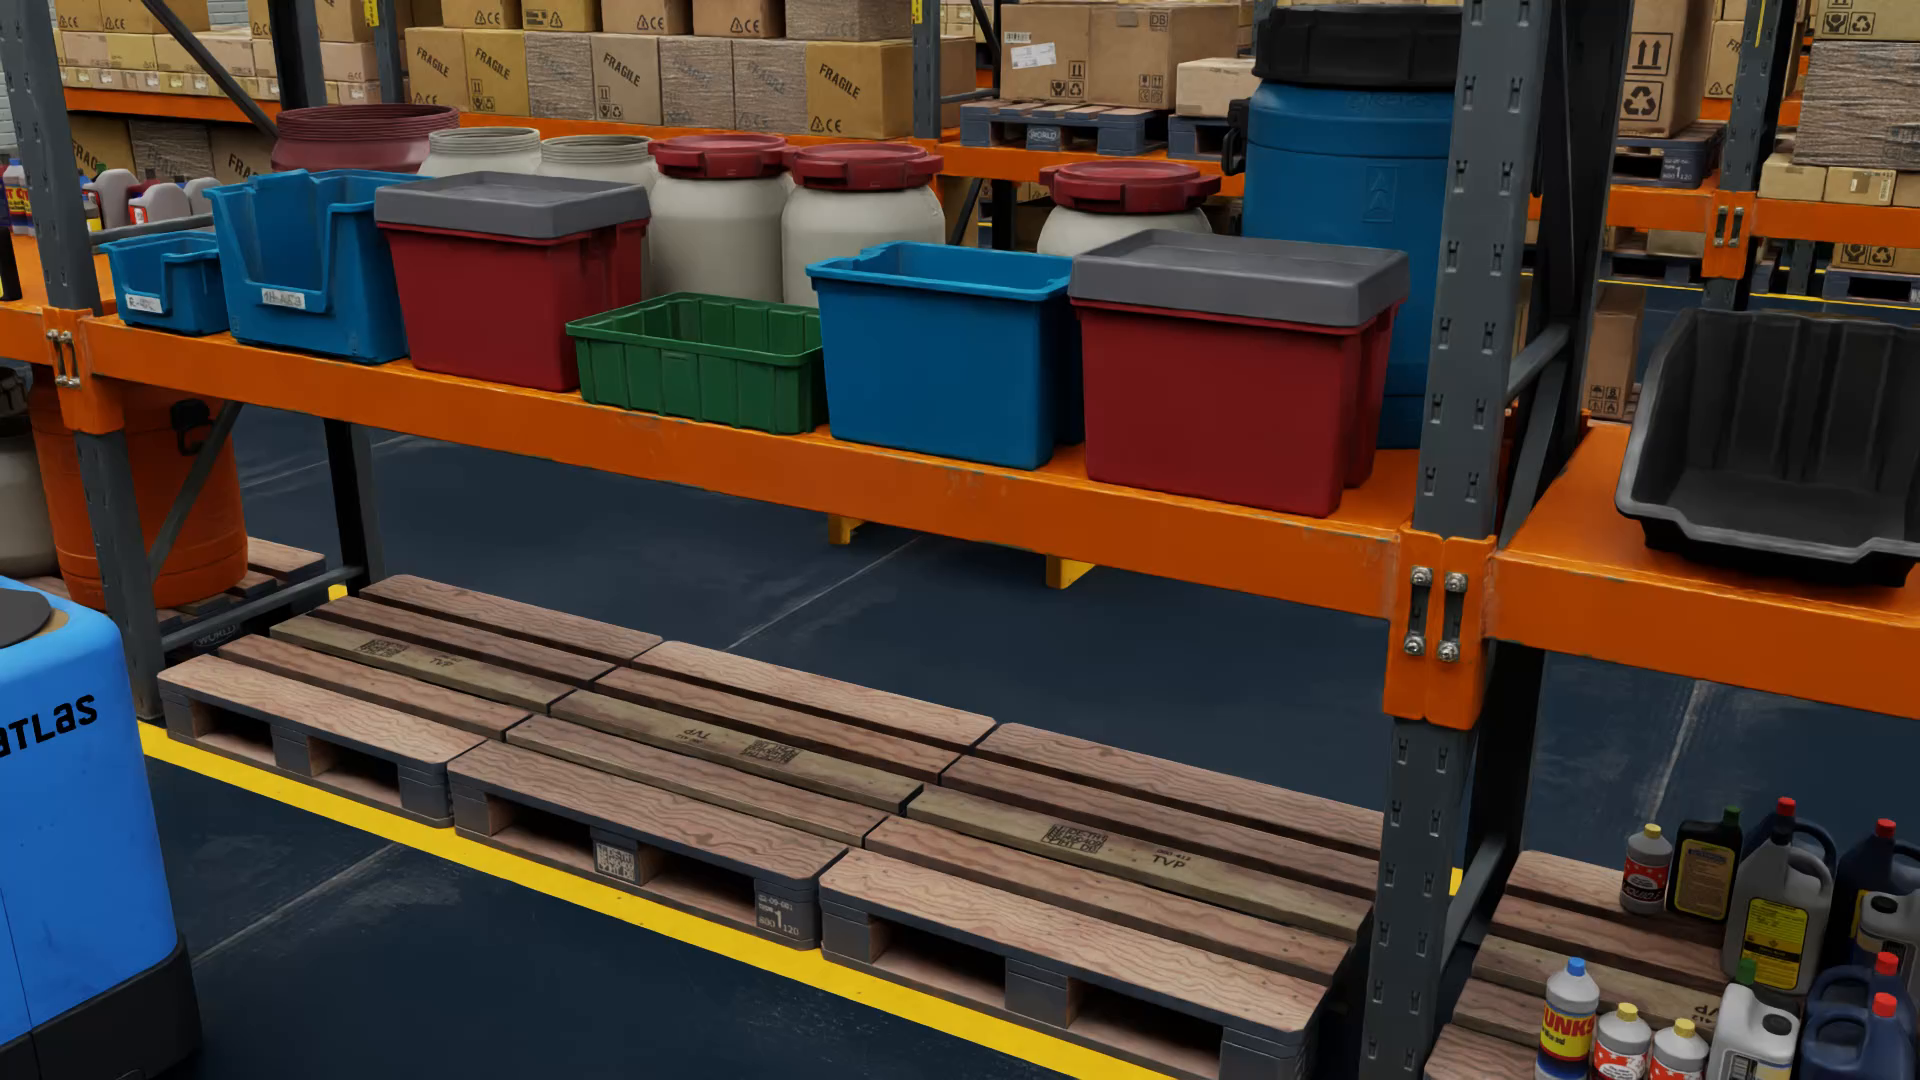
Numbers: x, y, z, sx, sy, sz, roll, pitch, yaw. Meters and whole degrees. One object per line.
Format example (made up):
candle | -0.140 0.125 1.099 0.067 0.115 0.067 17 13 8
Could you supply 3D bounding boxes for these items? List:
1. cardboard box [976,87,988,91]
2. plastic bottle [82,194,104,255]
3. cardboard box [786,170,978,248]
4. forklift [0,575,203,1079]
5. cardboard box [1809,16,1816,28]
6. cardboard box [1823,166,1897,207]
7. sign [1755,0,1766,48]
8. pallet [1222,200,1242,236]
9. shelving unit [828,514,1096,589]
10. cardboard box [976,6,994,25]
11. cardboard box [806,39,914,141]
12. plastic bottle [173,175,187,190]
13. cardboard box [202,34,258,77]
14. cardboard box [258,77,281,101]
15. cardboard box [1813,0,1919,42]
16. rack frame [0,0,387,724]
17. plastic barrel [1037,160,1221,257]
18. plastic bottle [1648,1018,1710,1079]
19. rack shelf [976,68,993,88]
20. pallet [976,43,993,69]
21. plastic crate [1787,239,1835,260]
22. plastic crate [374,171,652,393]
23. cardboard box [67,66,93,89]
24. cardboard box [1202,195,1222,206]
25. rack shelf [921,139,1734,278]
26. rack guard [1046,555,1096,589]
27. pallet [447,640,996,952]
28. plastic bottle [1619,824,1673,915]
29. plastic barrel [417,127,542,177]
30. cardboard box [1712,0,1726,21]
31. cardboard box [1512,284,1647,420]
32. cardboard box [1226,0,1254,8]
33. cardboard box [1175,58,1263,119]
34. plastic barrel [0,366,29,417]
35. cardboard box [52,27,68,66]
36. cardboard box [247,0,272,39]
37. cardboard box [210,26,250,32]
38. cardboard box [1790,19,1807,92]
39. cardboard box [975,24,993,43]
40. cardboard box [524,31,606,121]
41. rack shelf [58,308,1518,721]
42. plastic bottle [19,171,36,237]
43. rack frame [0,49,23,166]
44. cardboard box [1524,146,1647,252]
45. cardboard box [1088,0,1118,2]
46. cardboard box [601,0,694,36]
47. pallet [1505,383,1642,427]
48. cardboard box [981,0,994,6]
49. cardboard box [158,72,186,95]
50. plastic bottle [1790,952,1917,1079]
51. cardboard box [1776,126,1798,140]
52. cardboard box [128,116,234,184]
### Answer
cardboard box | 0.107 -5.356 20.372 0.875 0.438 0.875 10 22 26
plastic bottle | -3.040 -1.099 5.788 0.097 0.201 0.097 0 20 0
cardboard box | -0.548 -1.782 9.878 0.875 0.875 1.225 10 22 25
forklift | -2.891 0.111 2.260 1.130 2.935 3.031 13 24 31
cardboard box | 10.219 -6.161 19.671 0.500 0.250 0.500 11 23 29
cardboard box | 3.789 -1.508 6.992 0.250 0.149 0.380 11 23 27
sign | 3.269 -2.175 6.766 0.005 0.325 0.100 11 23 27
pallet | 1.870 -2.741 14.113 1.213 0.211 1.003 11 23 27
shelving unit | 0.067 -0.692 6.574 1.083 1.500 0.587 11 23 27
cardboard box | 0.327 -4.387 13.877 0.250 0.149 0.380 10 22 26
cardboard box | -0.507 -2.517 9.260 0.500 0.500 0.500 12 23 29
plastic bottle | -2.679 -1.123 5.750 0.097 0.271 0.097 0 20 0
cardboard box | -4.860 -3.362 11.519 0.500 0.250 0.500 11 23 28
cardboard box | -4.547 -3.091 11.355 0.250 0.149 0.380 11 23 28
cardboard box | 3.805 -2.303 6.767 0.500 0.500 0.500 11 23 27
rack frame | -2.371 -0.988 5.189 0.127 3.000 1.000 11 23 27
plastic barrel | 0.393 -0.611 3.951 0.433 0.535 0.433 0 20 0
plastic bottle | 1.363 1.003 3.158 0.097 0.201 0.097 0 20 0
rack shelf | 0.805 -3.916 14.318 4.000 0.370 1.077 11 23 27
pallet | 0.803 -4.149 14.185 1.213 0.211 1.003 11 23 27
plastic crate | 6.834 -2.323 12.910 0.450 0.188 0.662 -22 27 -25
plastic crate | -1.110 -0.658 4.186 0.583 0.464 0.402 11 23 27
cardboard box | -6.343 -3.433 12.297 0.250 0.149 0.380 10 22 26
cardboard box | 1.849 -2.976 13.720 0.500 0.500 0.500 11 23 27
rack shelf | 1.790 -1.791 8.460 4.000 0.370 1.077 11 23 27
rack guard | 0.501 -0.022 6.559 0.087 0.250 0.587 11 23 27
pallet | -0.653 0.667 4.717 1.213 0.211 1.003 11 23 27
plastic bottle | 1.589 0.754 3.847 0.097 0.201 0.097 0 20 0
plastic barrel | -1.369 -0.933 4.874 0.421 0.512 0.421 0 20 0
cardboard box | 5.157 -3.940 11.714 0.500 0.500 0.700 10 22 26
cardboard box | 3.011 -0.937 8.071 0.500 0.500 0.700 9 22 23
cardboard box | 2.239 -4.416 13.521 0.250 0.149 0.380 11 23 27
cardboard box | 1.395 -2.242 8.251 0.500 0.250 0.500 10 22 26
plastic barrel | -3.793 -0.316 6.257 0.708 0.588 0.600 11 23 27
cardboard box | -6.653 -3.702 12.455 0.500 0.250 0.500 10 22 26
cardboard box | -4.415 -3.631 11.159 0.500 0.500 0.500 11 23 28
cardboard box | -5.500 -3.691 12.426 0.500 0.250 0.500 10 22 25
cardboard box | 5.716 -3.471 11.889 0.500 0.500 0.500 11 23 28
cardboard box | 0.321 -4.248 13.931 0.250 0.149 0.380 10 22 26
cardboard box | -2.292 -2.857 10.195 0.500 0.500 0.500 10 22 26
rack shelf | -0.625 -0.317 4.395 4.000 0.370 1.077 11 23 27
plastic bottle | -3.401 -1.260 6.129 0.097 0.271 0.097 0 20 0
rack frame | -6.940 -3.793 12.922 0.127 3.000 1.000 11 23 27
cardboard box | 4.617 -2.635 12.413 0.750 0.750 1.050 11 23 27
cardboard box | 1.218 -4.355 13.353 0.250 0.149 0.380 12 23 29
cardboard box | -1.742 -3.326 10.017 0.637 0.503 0.797 12 23 29
pallet | 2.856 -0.615 8.251 1.213 0.211 1.003 11 23 27
cardboard box | 0.308 -4.529 13.832 0.250 0.149 0.380 12 23 29
cardboard box | -5.447 -3.262 11.827 0.250 0.149 0.380 10 22 26
plastic bottle | 1.693 0.931 3.140 0.185 0.351 0.144 11 23 27
cardboard box | 7.910 -3.796 16.168 0.625 0.372 0.950 11 23 28
cardboard box | -5.548 -2.757 12.567 0.875 0.875 0.875 11 23 27
